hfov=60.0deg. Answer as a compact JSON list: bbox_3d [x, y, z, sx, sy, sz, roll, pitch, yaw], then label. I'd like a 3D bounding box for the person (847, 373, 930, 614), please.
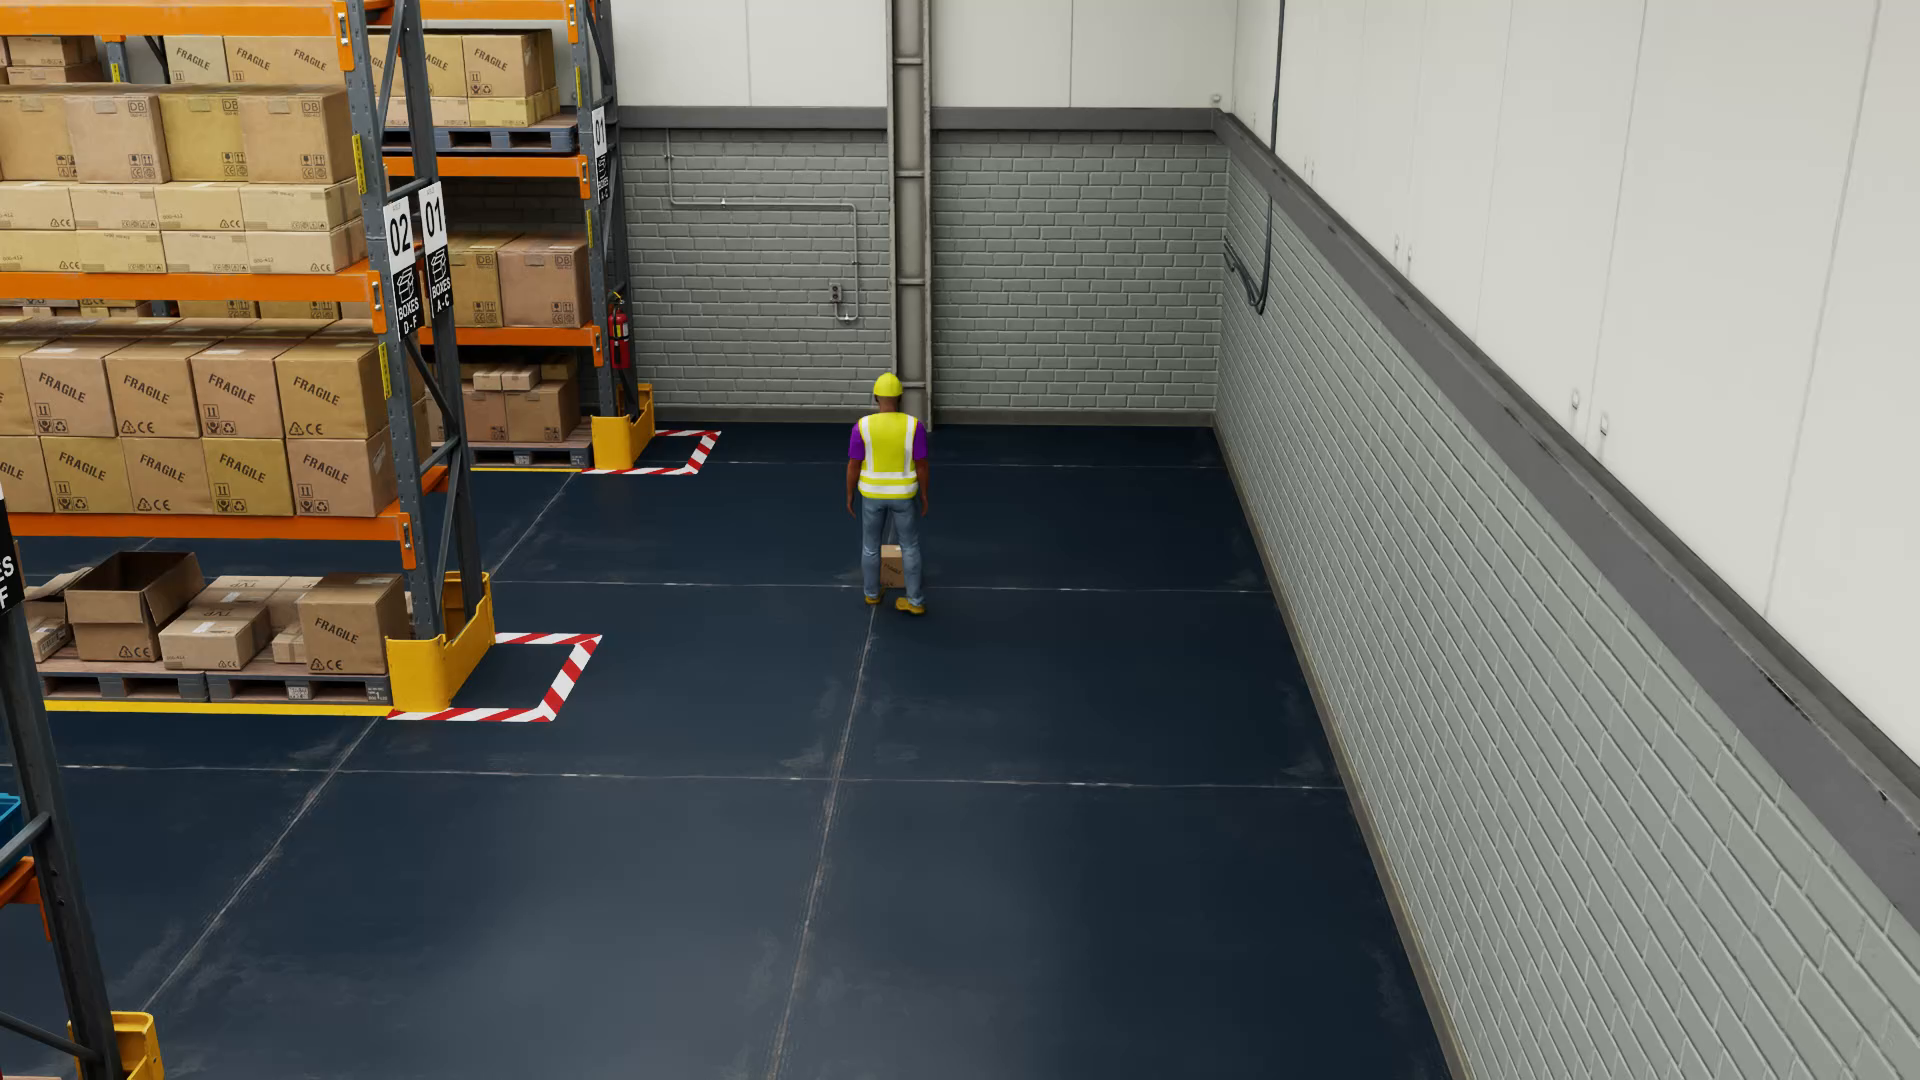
[{"bbox_3d":[-0.519,-0.352,11.978,0.594,1.773,0.564,-1,21,-3],"label":"person"}]
